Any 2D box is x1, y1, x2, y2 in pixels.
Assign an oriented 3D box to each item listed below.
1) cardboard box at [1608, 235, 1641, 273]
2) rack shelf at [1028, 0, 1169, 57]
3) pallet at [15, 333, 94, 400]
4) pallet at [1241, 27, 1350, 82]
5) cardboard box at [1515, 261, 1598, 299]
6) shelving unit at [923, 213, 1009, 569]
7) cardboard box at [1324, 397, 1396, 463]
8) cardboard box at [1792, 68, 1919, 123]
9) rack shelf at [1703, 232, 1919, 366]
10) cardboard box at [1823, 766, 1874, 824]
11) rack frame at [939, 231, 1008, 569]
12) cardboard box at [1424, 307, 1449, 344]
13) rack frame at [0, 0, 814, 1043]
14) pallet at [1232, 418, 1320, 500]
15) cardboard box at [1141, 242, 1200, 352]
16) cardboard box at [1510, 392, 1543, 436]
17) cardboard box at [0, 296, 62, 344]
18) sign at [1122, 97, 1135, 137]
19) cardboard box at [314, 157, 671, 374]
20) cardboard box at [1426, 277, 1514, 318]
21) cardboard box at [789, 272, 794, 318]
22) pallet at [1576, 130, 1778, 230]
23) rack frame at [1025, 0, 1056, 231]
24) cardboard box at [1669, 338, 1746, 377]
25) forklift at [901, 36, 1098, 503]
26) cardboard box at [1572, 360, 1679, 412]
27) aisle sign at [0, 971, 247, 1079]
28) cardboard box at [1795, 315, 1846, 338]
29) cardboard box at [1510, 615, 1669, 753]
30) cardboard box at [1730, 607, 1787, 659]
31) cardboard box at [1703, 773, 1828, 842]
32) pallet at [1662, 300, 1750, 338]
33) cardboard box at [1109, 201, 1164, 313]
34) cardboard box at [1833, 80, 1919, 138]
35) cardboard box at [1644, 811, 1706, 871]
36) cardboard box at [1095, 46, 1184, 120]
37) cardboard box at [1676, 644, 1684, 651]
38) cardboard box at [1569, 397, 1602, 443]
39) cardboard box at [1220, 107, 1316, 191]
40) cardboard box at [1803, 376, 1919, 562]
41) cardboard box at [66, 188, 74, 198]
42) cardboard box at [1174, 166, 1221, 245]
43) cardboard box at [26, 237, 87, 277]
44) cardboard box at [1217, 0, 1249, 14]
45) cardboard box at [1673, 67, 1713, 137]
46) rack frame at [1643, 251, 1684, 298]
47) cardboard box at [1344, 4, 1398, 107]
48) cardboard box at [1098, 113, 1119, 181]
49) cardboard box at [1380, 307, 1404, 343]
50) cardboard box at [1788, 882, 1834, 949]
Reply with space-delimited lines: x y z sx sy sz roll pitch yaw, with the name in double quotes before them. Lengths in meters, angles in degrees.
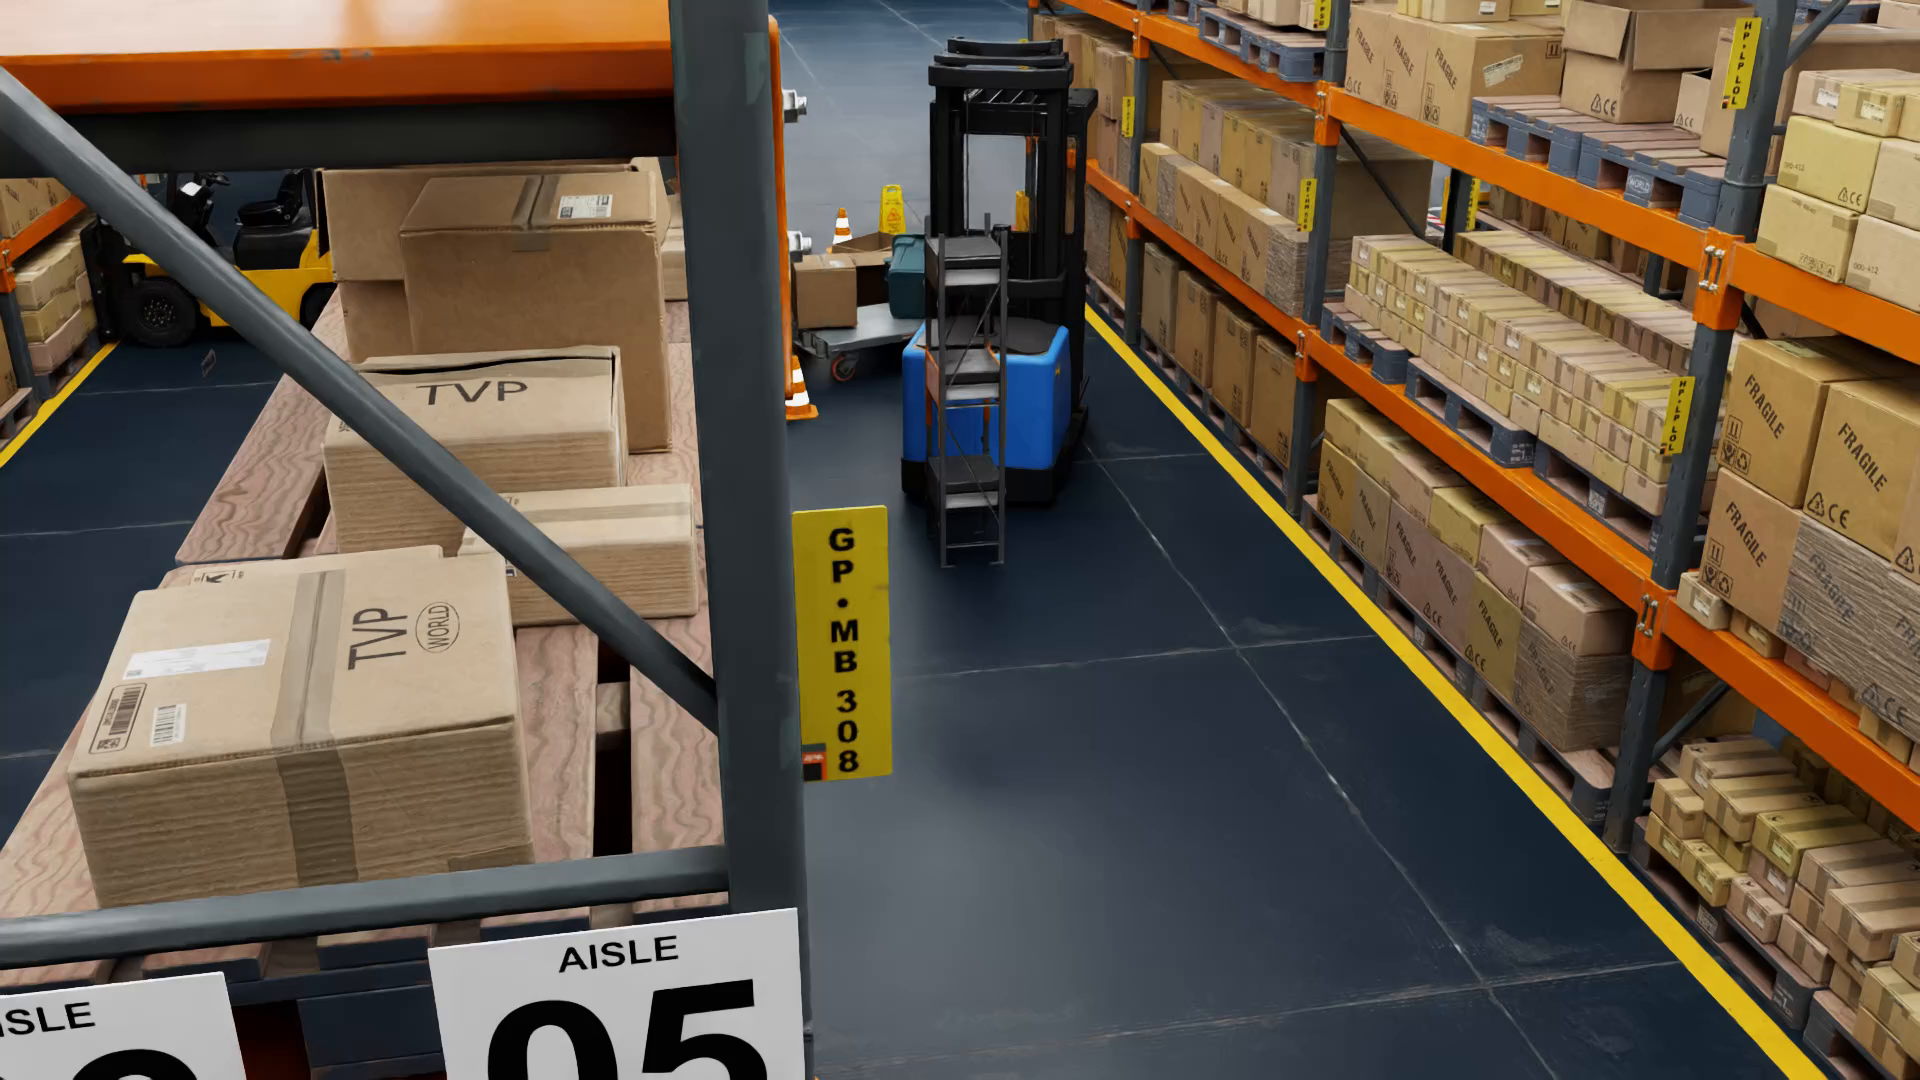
"cardboard box" 6.700 -2.918 16.283 0.500 0.500 0.500 3 24 7
"rack shelf" 1.585 -4.991 15.580 1.077 0.370 4.000 -4 24 -10
"pallet" -7.874 -1.422 13.742 1.003 0.211 1.213 -4 24 -10
"pallet" 2.524 -3.123 10.641 1.213 0.211 1.003 -3 24 -7
"cardboard box" 3.382 -1.470 9.414 0.380 0.149 0.250 -4 24 -8
"shelving unit" 0.031 -0.897 10.181 0.431 2.100 0.503 -4 24 -10
"cardboard box" 2.584 -0.687 10.237 0.500 0.250 0.500 -5 24 -12
"cardboard box" 3.250 -1.598 5.977 0.380 0.149 0.250 -5 24 -11
"rack shelf" 3.804 -0.271 4.773 1.077 0.370 4.000 -4 24 -10
"cardboard box" 3.842 1.047 6.898 0.380 0.149 0.250 -4 24 -9
"rack frame" 0.076 -0.801 9.961 0.400 2.100 0.015 -4 24 -10
"cardboard box" 2.784 -1.186 9.135 0.380 0.149 0.250 -4 24 -10
"rack frame" -0.672 -0.782 1.297 1.000 3.000 0.127 -4 24 -10
"pallet" 2.623 -0.623 11.914 1.003 0.211 1.213 -4 24 -10
"cardboard box" 2.158 -2.083 14.058 1.050 0.750 0.750 -4 24 -10
"cardboard box" 2.971 -0.639 8.255 0.380 0.149 0.250 -5 24 -12
"cardboard box" -7.554 -1.759 13.315 0.500 0.250 0.500 -4 24 -10
"sign" 1.410 -3.550 13.951 0.100 0.325 0.005 -4 24 -10
"cardboard box" -1.131 -0.738 4.166 0.797 0.503 0.637 -2 24 -6
"cardboard box" 2.783 -1.327 9.086 0.380 0.149 0.250 -3 24 -7
"cardboard box" -1.752 -2.131 15.001 0.500 0.500 0.500 13 27 27
"pallet" 3.425 -1.552 7.042 1.213 0.211 1.003 -4 24 -10
"rack frame" 1.215 -4.732 17.838 1.000 3.000 0.127 -4 24 -10
"cardboard box" 3.667 -0.860 8.017 0.380 0.149 0.250 -5 24 -10
"forklift" 0.379 -2.151 12.014 1.130 2.935 3.031 4 24 10
"cardboard box" 3.072 -0.713 7.681 0.380 0.149 0.250 -5 24 -11
"aisle sign" -0.963 0.827 1.860 0.394 0.787 0.004 -4 24 -10
"cardboard box" 7.218 -1.671 13.401 0.700 0.500 0.500 -2 24 -5
"cardboard box" 3.050 0.668 8.071 0.500 0.500 0.500 -5 24 -11
"cardboard box" 3.286 0.335 6.550 0.380 0.149 0.250 -4 24 -8
"cardboard box" 3.287 1.093 6.794 0.380 0.149 0.250 -3 24 -7
"pallet" 6.994 -1.902 14.842 1.003 0.211 1.213 -4 24 -10
"cardboard box" 1.908 -2.630 15.155 0.875 0.875 0.875 -4 24 -9
"cardboard box" 3.268 -1.488 5.726 0.380 0.149 0.250 -5 24 -12
"cardboard box" 3.186 1.269 7.135 0.380 0.149 0.250 -5 24 -12
"cardboard box" 1.705 -4.078 14.803 0.875 0.550 0.550 -4 24 -10
"cardboard box" 3.557 0.287 8.007 0.500 0.250 0.500 -5 24 -12
"cardboard box" 3.074 -0.569 7.723 0.380 0.149 0.250 -3 24 -7
"cardboard box" 2.335 -2.868 12.196 0.700 0.500 0.500 -5 24 -10
"cardboard box" 3.389 -0.254 5.839 0.500 0.500 0.500 -5 24 -11
"cardboard box" -7.873 -3.226 14.263 0.500 0.500 0.500 -4 24 -9
"cardboard box" 1.972 -2.583 12.791 0.500 0.500 0.500 -4 24 -10
"cardboard box" -7.737 -2.385 14.124 0.500 0.250 0.500 -3 24 -8
"cardboard box" 2.098 -3.907 11.426 0.500 0.500 0.500 -4 24 -10
"cardboard box" 3.478 -1.900 7.192 0.500 0.311 0.500 -5 24 -10
"rack frame" 6.848 -3.486 14.985 1.000 3.000 0.127 -4 24 -10
"cardboard box" 2.539 -2.762 9.453 0.500 0.500 0.500 -4 24 -10
"cardboard box" 1.751 -3.587 15.027 0.875 0.550 0.550 -4 24 -10
"cardboard box" 2.679 -1.260 9.677 0.380 0.149 0.250 -3 24 -7
"cardboard box" 3.450 1.424 6.407 0.380 0.149 0.250 -6 24 -12
